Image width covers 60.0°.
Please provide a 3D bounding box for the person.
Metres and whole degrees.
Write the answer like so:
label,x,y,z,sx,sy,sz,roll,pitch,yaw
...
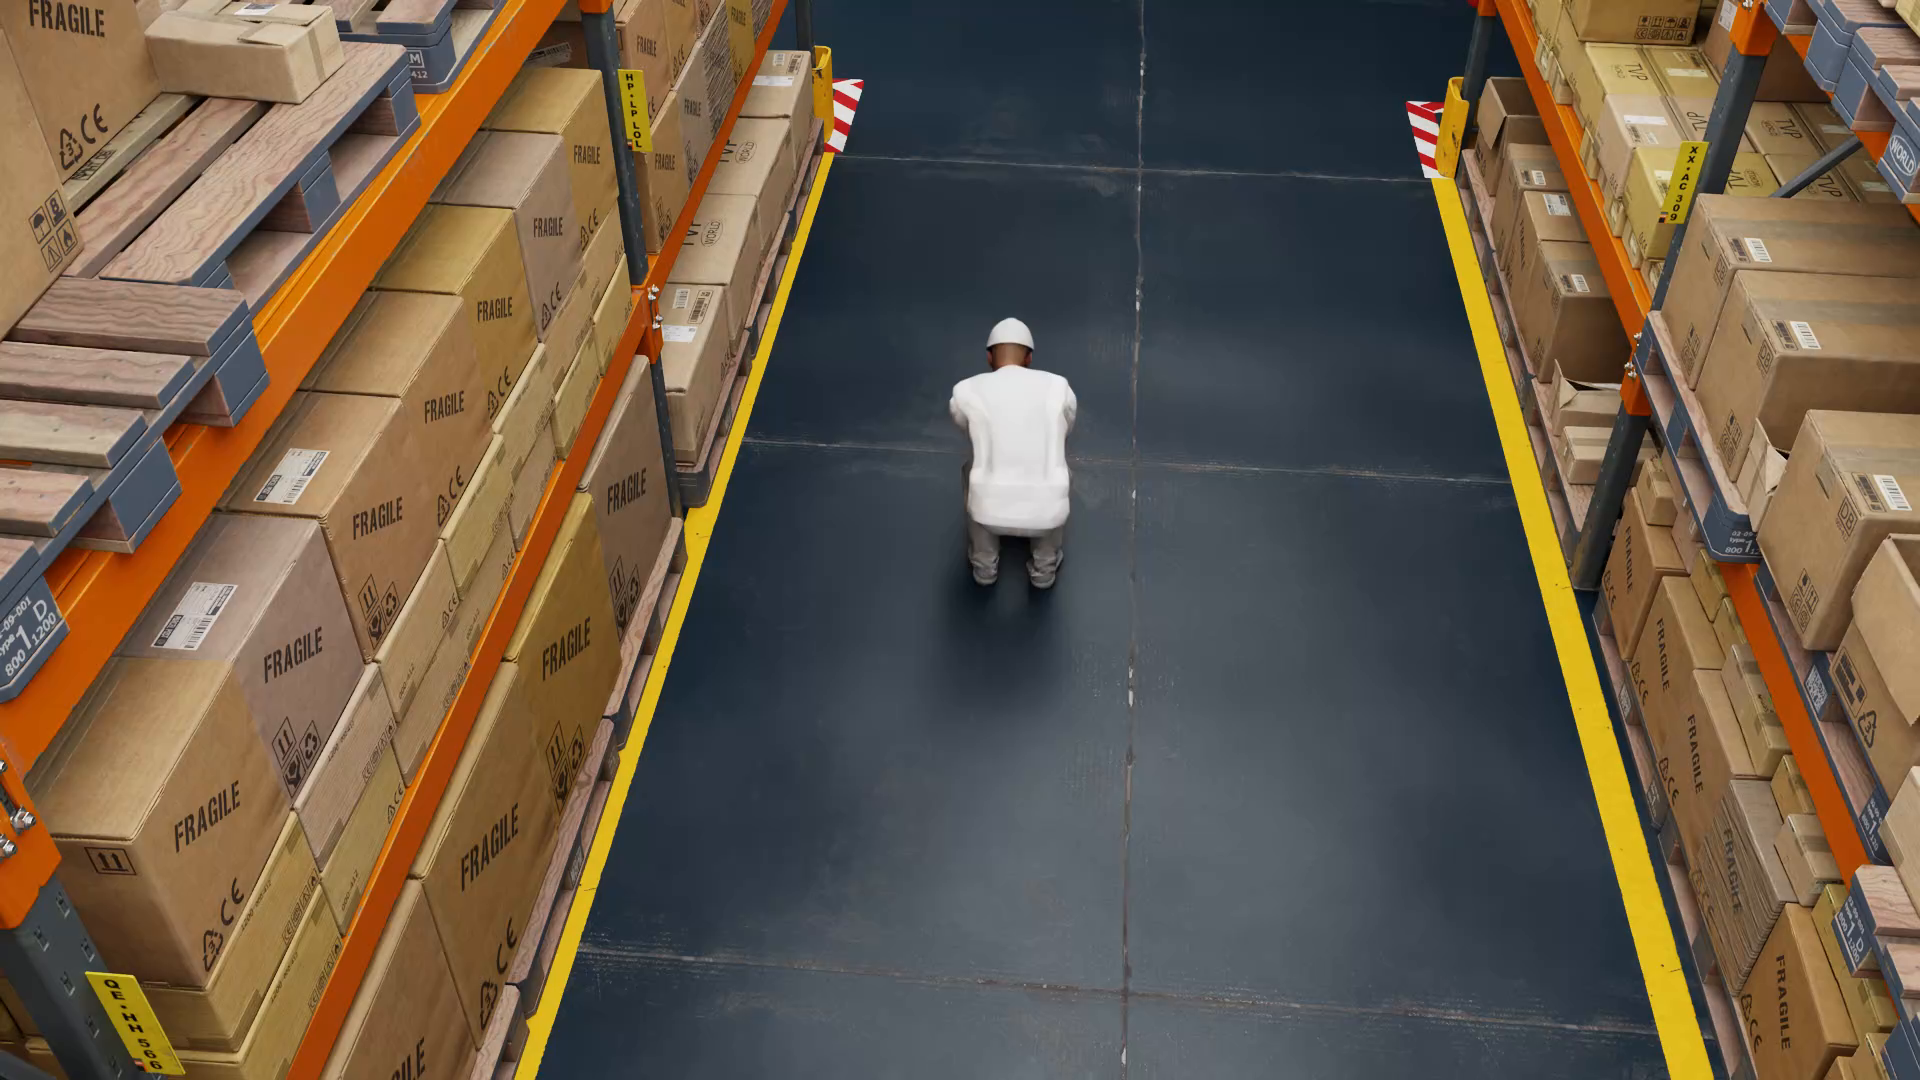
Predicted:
label,x,y,z,sx,sy,sz,roll,pitch,yaw
person,0.221,-0.359,7.166,0.544,1.010,0.904,2,40,3
